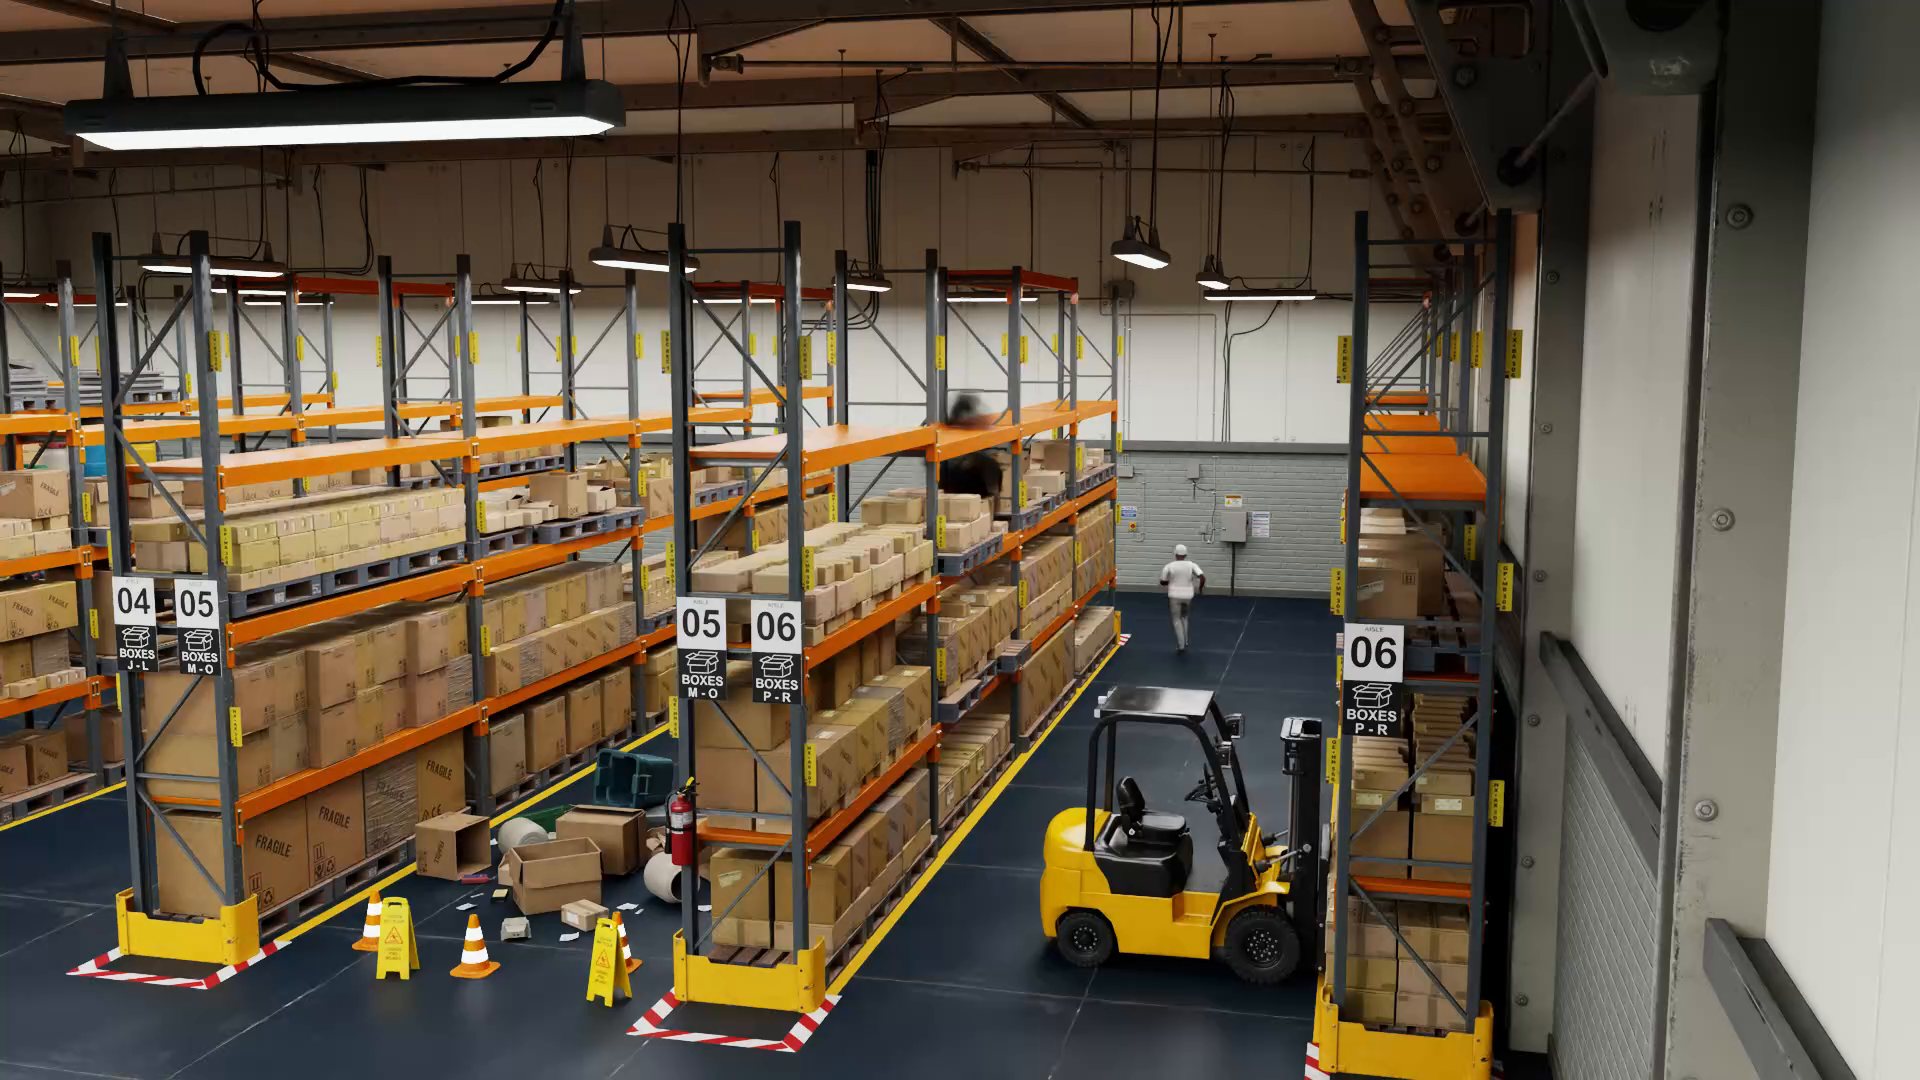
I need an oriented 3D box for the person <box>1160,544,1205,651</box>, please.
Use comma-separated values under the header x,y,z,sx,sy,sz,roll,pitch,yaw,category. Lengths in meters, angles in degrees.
x,y,z,sx,sy,sz,roll,pitch,yaw,category
3.618,0.980,27.222,0.680,1.829,0.753,-1,7,-8,person
